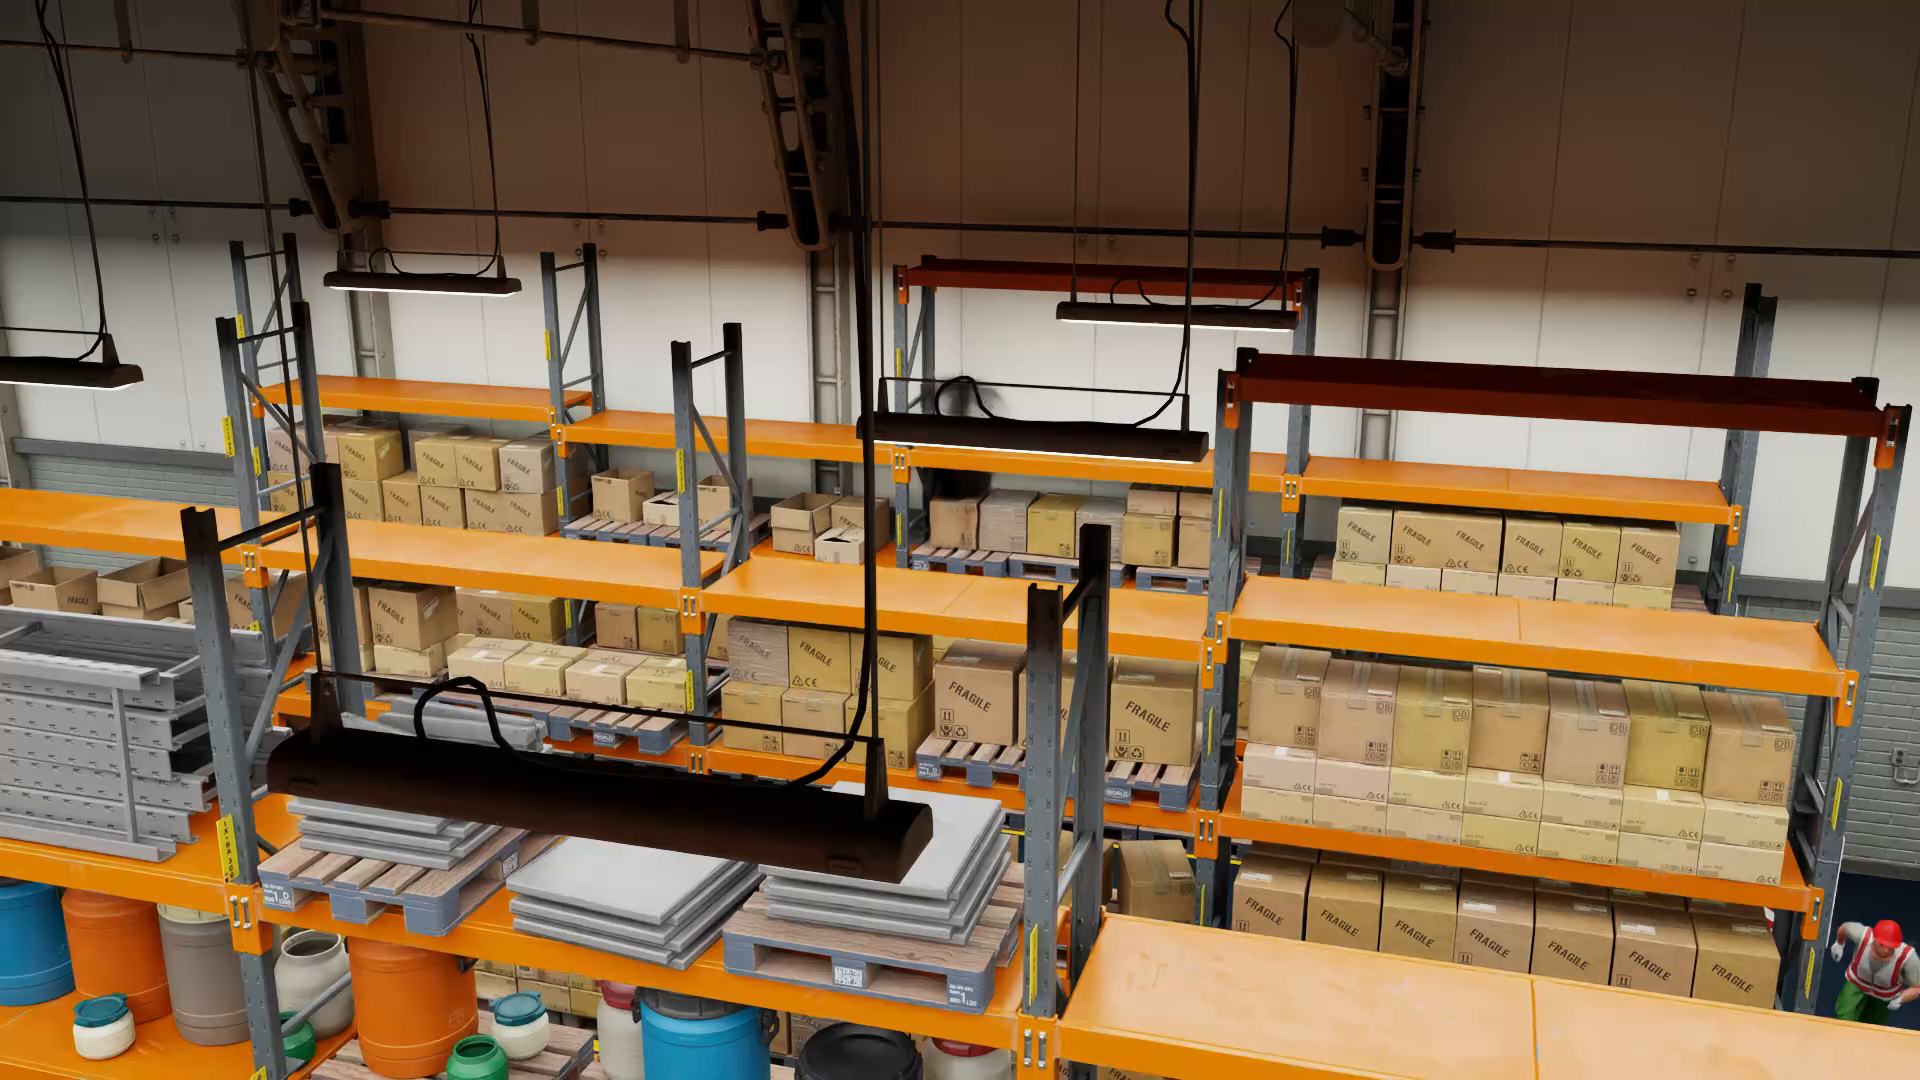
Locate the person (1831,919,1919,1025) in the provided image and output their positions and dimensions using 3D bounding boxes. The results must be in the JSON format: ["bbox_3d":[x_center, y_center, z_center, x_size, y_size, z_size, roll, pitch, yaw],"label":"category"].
[{"bbox_3d":[7.311,3.615,13.322,0.664,1.579,1.123,9,18,29],"label":"person"}]
